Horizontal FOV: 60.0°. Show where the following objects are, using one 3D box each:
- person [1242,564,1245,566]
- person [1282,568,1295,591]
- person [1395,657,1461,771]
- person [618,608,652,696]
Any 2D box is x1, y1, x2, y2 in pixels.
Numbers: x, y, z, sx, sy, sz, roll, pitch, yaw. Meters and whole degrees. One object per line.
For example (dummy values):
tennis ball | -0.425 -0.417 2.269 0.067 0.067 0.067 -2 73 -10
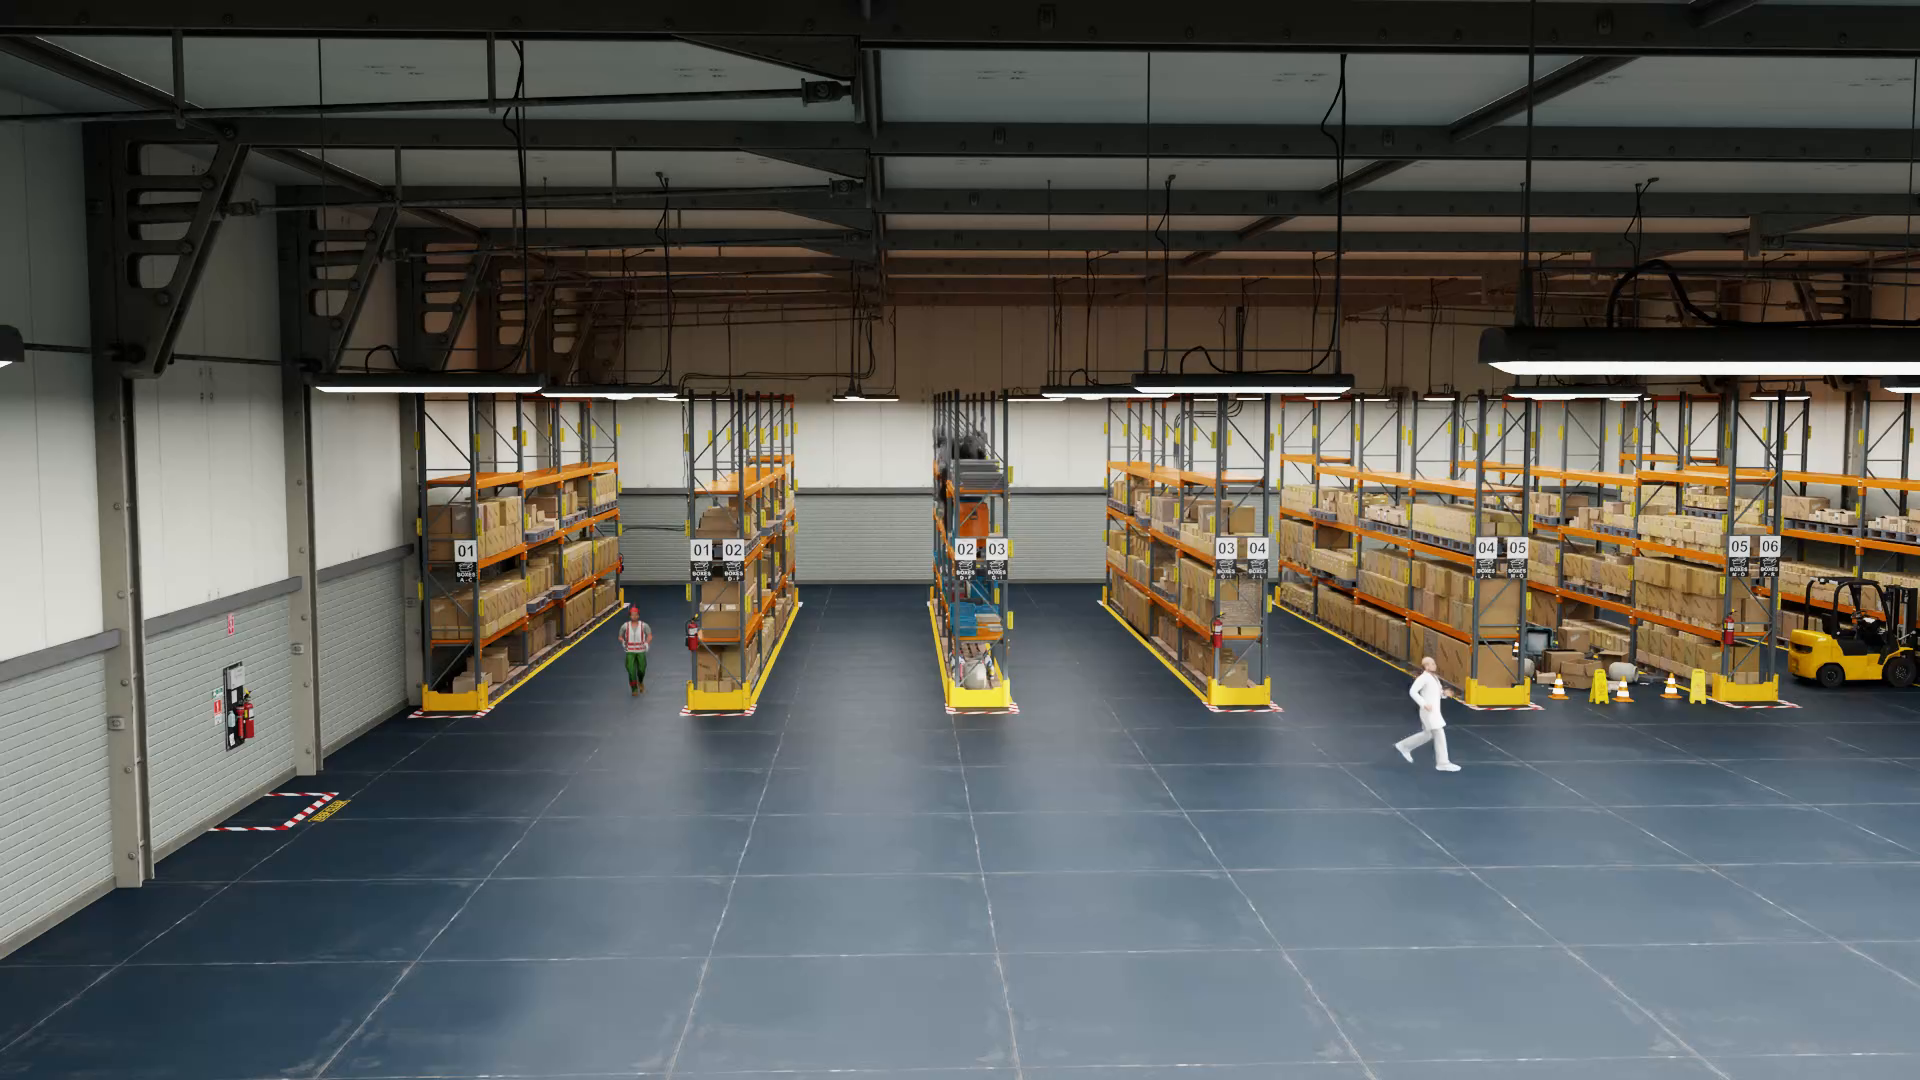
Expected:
person | 7.750 1.045 47.644 0.846 1.589 0.542 3 6 34
person | 9.721 0.910 49.008 0.604 1.647 0.557 0 5 -3
person | 7.327 2.705 26.017 1.032 1.754 0.714 2 5 25
person | -6.354 2.195 32.544 0.649 1.740 0.601 -1 5 -10
